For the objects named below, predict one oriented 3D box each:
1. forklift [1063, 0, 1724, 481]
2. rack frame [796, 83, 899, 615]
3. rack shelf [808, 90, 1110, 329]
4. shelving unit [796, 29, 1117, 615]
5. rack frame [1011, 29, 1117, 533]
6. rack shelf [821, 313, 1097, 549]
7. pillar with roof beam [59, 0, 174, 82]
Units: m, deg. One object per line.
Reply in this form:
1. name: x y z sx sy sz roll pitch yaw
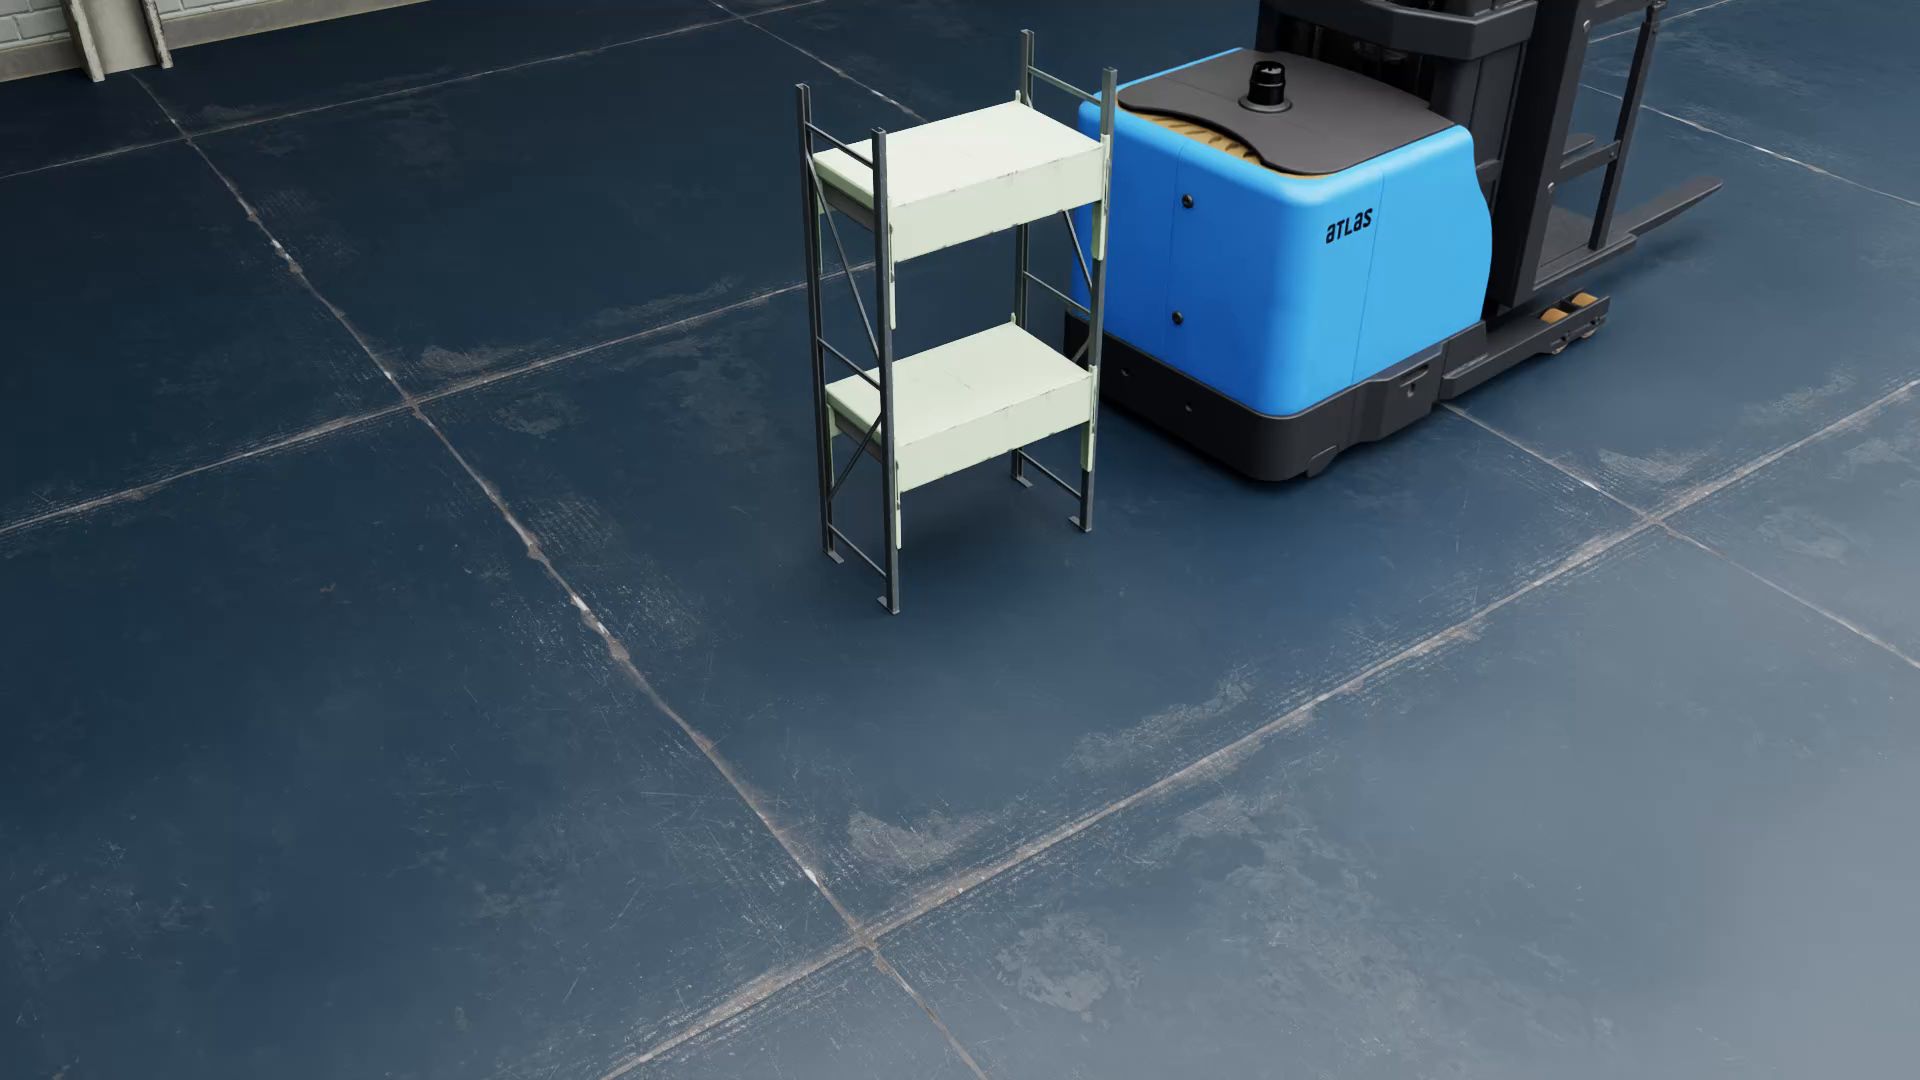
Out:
1. forklift: 1.826 -2.097 5.655 3.031 2.935 1.130 -26 43 -31
2. rack frame: -0.305 -0.484 4.638 0.023 1.500 0.400 -22 41 -28
3. rack shelf: -0.005 -0.923 4.581 0.720 0.370 0.431 -22 41 -28
4. shelving unit: -0.005 -0.607 4.809 0.755 1.500 0.431 -22 41 -28
5. rack frame: 0.294 -0.730 4.980 0.023 1.500 0.400 -22 41 -28
6. rack shelf: -0.005 -0.342 4.999 0.720 0.370 0.431 -22 41 -28
7. pillar with roof beam: -1.880 -4.080 3.216 0.400 9.000 9.100 -22 41 -28
